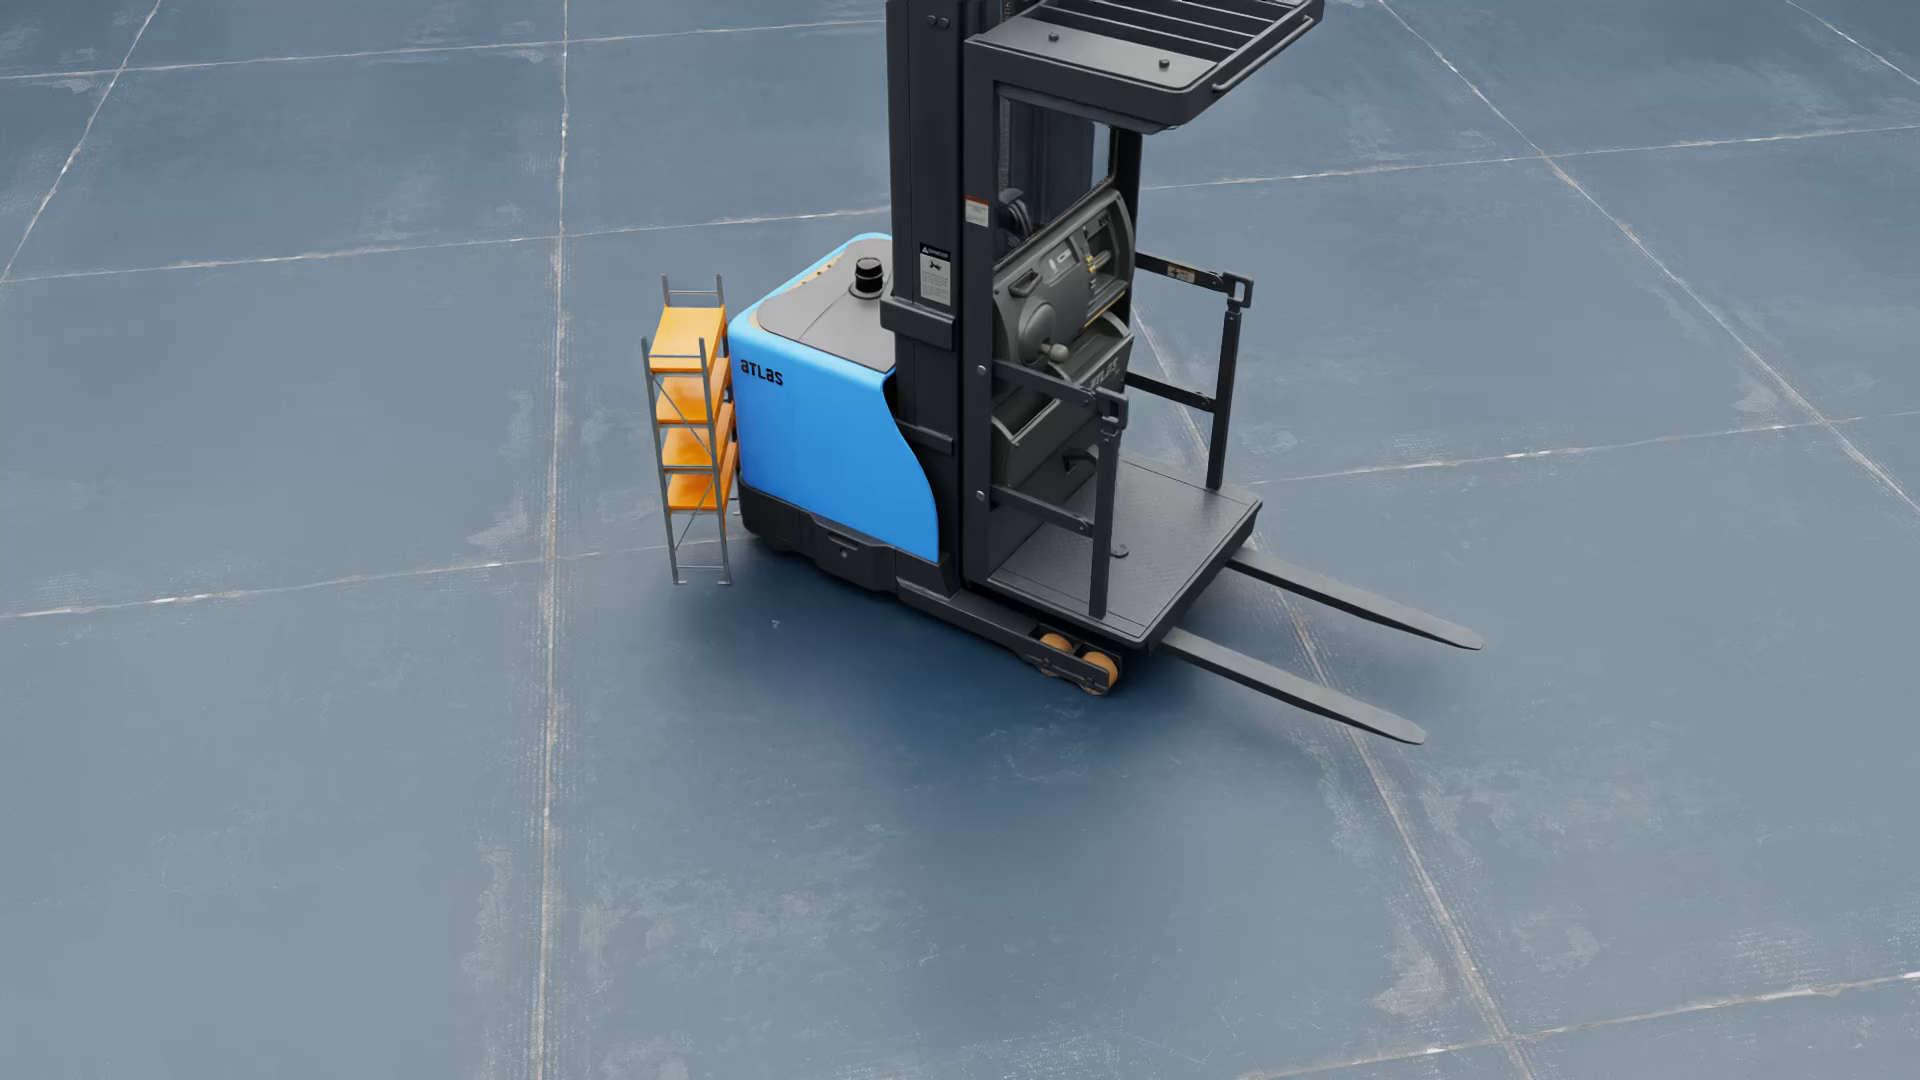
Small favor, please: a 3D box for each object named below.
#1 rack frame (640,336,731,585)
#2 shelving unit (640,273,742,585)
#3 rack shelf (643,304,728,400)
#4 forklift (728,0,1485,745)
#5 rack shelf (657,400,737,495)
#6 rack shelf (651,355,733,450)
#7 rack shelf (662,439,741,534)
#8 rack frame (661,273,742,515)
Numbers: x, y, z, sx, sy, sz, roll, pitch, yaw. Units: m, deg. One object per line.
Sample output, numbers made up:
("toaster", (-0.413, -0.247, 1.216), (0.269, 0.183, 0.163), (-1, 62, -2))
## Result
("rack frame", (-1.087, -0.291, 6.646), (0.240, 1.200, 0.015), (1, 38, 1))
("shelving unit", (-1.082, -0.441, 6.839), (0.258, 1.200, 0.503), (1, 38, 1))
("rack shelf", (-1.082, -0.751, 6.598), (0.258, 0.148, 0.480), (1, 38, 1))
("forklift", (0.567, -0.930, 6.058), (3.031, 2.935, 1.130), (22, 43, 26))
("rack shelf", (-1.082, -0.387, 6.880), (0.258, 0.148, 0.480), (1, 38, 1))
("rack shelf", (-1.082, -0.564, 6.743), (0.258, 0.148, 0.480), (1, 38, 1))
("rack shelf", (-1.082, -0.231, 7.002), (0.258, 0.148, 0.480), (1, 38, 1))
("rack frame", (-1.077, -0.590, 7.032), (0.240, 1.200, 0.015), (1, 38, 1))
